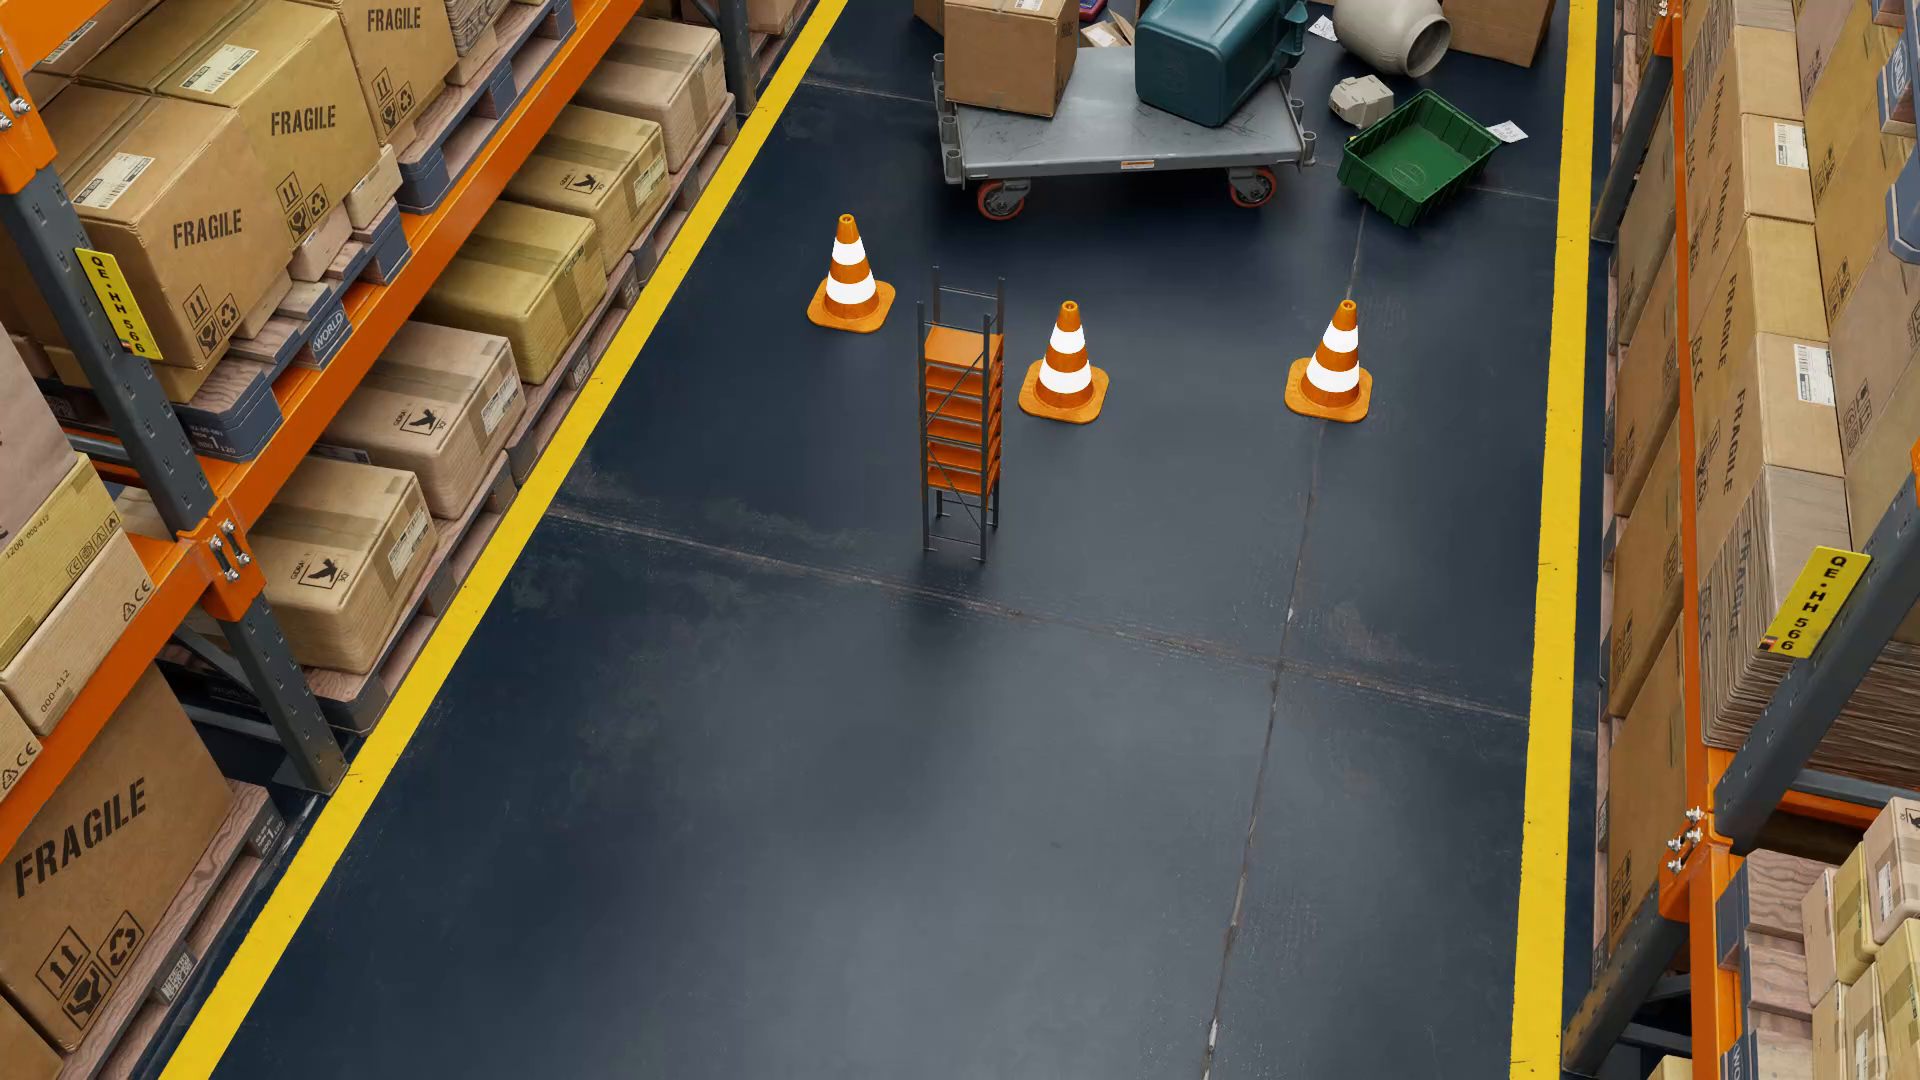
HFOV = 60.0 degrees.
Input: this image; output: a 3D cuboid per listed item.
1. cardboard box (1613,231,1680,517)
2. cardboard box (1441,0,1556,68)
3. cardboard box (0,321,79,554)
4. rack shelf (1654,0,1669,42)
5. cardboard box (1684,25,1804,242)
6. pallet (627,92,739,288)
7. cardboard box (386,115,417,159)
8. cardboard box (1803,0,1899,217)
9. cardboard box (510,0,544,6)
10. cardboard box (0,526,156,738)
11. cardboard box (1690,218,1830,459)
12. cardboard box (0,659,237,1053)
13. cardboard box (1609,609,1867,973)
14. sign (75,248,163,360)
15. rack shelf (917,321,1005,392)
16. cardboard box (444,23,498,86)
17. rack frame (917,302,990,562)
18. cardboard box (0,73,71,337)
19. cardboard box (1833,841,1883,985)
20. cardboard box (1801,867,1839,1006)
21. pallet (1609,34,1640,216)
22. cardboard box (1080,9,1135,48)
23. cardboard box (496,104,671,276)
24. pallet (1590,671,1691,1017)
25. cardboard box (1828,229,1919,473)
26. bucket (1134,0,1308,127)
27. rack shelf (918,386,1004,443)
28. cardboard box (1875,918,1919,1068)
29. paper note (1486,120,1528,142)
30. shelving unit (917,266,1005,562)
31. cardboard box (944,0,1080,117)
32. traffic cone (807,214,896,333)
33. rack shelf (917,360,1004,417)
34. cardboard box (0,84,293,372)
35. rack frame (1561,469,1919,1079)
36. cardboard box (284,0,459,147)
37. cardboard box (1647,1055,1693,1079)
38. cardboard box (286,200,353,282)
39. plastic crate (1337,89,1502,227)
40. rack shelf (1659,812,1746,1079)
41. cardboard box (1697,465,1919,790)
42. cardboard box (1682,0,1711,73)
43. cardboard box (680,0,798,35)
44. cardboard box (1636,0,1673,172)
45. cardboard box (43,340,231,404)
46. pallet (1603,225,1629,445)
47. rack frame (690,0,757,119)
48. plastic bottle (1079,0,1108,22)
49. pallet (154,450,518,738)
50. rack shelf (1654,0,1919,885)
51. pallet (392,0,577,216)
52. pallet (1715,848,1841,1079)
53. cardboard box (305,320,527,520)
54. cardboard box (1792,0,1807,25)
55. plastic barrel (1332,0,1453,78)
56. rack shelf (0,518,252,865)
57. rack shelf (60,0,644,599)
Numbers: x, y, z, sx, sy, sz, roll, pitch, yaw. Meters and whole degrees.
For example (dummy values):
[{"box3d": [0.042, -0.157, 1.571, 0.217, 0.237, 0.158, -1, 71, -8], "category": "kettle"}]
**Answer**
[{"box3d": [2.978, -0.504, 5.914, 1.050, 0.750, 0.750, 12, 50, 10], "category": "cardboard box"}, {"box3d": [2.731, -2.772, 8.362, 0.500, 0.500, 0.500, 19, 51, 16], "category": "cardboard box"}, {"box3d": [-2.426, -0.222, 3.712, 0.500, 0.500, 0.500, 10, 49, 9], "category": "cardboard box"}, {"box3d": [3.839, -3.482, 7.802, 1.077, 0.370, 4.000, 12, 50, 10], "category": "rack shelf"}, {"box3d": [2.648, -1.252, 5.288, 0.500, 0.500, 0.500, 11, 50, 10], "category": "cardboard box"}, {"box3d": [-1.693, -1.691, 7.601, 1.003, 0.211, 1.213, 12, 50, 10], "category": "pallet"}, {"box3d": [-1.974, -1.309, 5.292, 0.380, 0.149, 0.250, 14, 50, 12], "category": "cardboard box"}, {"box3d": [2.787, -1.174, 4.552, 0.700, 0.500, 0.500, 11, 50, 10], "category": "cardboard box"}, {"box3d": [-1.641, -2.071, 5.965, 0.380, 0.149, 0.250, 12, 50, 10], "category": "cardboard box"}, {"box3d": [-2.425, 0.183, 4.188, 0.500, 0.250, 0.500, 10, 49, 9], "category": "cardboard box"}, {"box3d": [2.384, -0.514, 4.636, 0.500, 0.500, 0.500, 11, 49, 9], "category": "cardboard box"}, {"box3d": [-2.804, 0.764, 4.712, 0.875, 0.875, 0.875, 11, 50, 10], "category": "cardboard box"}, {"box3d": [2.507, 0.803, 4.761, 1.050, 0.750, 0.750, 11, 49, 10], "category": "cardboard box"}, {"box3d": [-2.006, -0.560, 3.971, 0.100, 0.325, 0.005, 12, 50, 10], "category": "sign"}, {"box3d": [0.004, -0.616, 5.573, 0.258, 0.103, 0.180, 12, 50, 10], "category": "rack shelf"}, {"box3d": [-1.805, -1.697, 5.635, 0.380, 0.149, 0.250, 13, 50, 11], "category": "cardboard box"}, {"box3d": [-0.020, -0.341, 5.751, 0.240, 1.200, 0.006, 12, 50, 10], "category": "rack frame"}, {"box3d": [-2.691, -0.938, 4.532, 0.500, 0.500, 0.500, 10, 49, 9], "category": "cardboard box"}, {"box3d": [1.939, 0.776, 3.254, 0.380, 0.149, 0.250, 14, 50, 12], "category": "cardboard box"}, {"box3d": [1.947, 0.848, 3.388, 0.380, 0.149, 0.250, 11, 49, 10], "category": "cardboard box"}, {"box3d": [3.588, -1.885, 7.773, 1.003, 0.211, 1.213, 12, 50, 10], "category": "pallet"}, {"box3d": [0.796, -2.438, 8.225, 0.258, 0.266, 0.396, -19, 51, -16], "category": "cardboard box"}, {"box3d": [-1.811, -1.546, 7.086, 0.950, 0.372, 0.625, 14, 50, 12], "category": "cardboard box"}, {"box3d": [2.540, 0.987, 5.238, 1.003, 0.211, 1.213, 12, 50, 10], "category": "pallet"}, {"box3d": [2.519, -0.433, 3.898, 0.700, 0.500, 0.500, 11, 49, 9], "category": "cardboard box"}, {"box3d": [1.124, -2.246, 7.401, 0.726, 0.611, 0.620, 28, 64, 22], "category": "bucket"}, {"box3d": [0.004, -0.458, 5.753, 0.258, 0.103, 0.180, 12, 50, 10], "category": "rack shelf"}, {"box3d": [1.883, 0.858, 2.982, 0.380, 0.149, 0.250, 10, 49, 9], "category": "cardboard box"}, {"box3d": [2.616, -1.956, 7.955, 0.147, 0.020, 0.142, -19, 51, -16], "category": "paper note"}, {"box3d": [0.004, -0.407, 5.809, 0.258, 1.200, 0.189, 12, 50, 10], "category": "shelving unit"}, {"box3d": [0.236, -2.271, 7.416, 0.500, 0.500, 0.500, 12, 50, 10], "category": "cardboard box"}, {"box3d": [-0.465, -1.164, 6.969, 0.336, 0.463, 0.334, 12, 50, 10], "category": "traffic cone"}, {"box3d": [0.004, -0.537, 5.663, 0.258, 0.103, 0.180, 12, 50, 10], "category": "rack shelf"}, {"box3d": [-2.201, -0.834, 4.440, 0.500, 0.500, 0.500, 10, 49, 9], "category": "cardboard box"}, {"box3d": [2.260, 0.620, 3.702, 1.000, 3.000, 0.127, 12, 50, 10], "category": "rack frame"}, {"box3d": [-1.937, -1.598, 5.114, 0.500, 0.500, 0.500, 12, 50, 11], "category": "cardboard box"}, {"box3d": [1.845, 1.511, 3.803, 0.500, 0.250, 0.500, 10, 49, 8], "category": "cardboard box"}, {"box3d": [-2.054, -0.925, 4.953, 0.380, 0.149, 0.250, 9, 49, 8], "category": "cardboard box"}, {"box3d": [2.094, -1.746, 7.627, 0.662, 0.188, 0.450, -37, 68, -28], "category": "plastic crate"}, {"box3d": [1.733, 2.305, 2.695, 1.077, 0.370, 4.000, 12, 50, 10], "category": "rack shelf"}, {"box3d": [2.119, 0.208, 3.999, 0.500, 0.500, 0.500, 12, 50, 10], "category": "cardboard box"}, {"box3d": [2.915, -1.979, 5.929, 0.500, 0.500, 0.500, 12, 50, 10], "category": "cardboard box"}, {"box3d": [-1.074, -2.779, 8.256, 0.500, 0.250, 0.500, 10, 49, 8], "category": "cardboard box"}, {"box3d": [3.546, -2.150, 7.284, 0.875, 0.875, 0.875, 12, 50, 11], "category": "cardboard box"}, {"box3d": [-2.277, -0.538, 4.611, 0.380, 0.149, 0.250, 9, 49, 8], "category": "cardboard box"}, {"box3d": [3.182, -0.777, 6.795, 1.003, 0.211, 1.213, 12, 50, 10], "category": "pallet"}, {"box3d": [-1.489, -3.177, 7.053, 1.000, 3.000, 0.127, 12, 50, 10], "category": "rack frame"}, {"box3d": [0.659, -2.768, 8.652, 0.133, 0.061, 0.283, 19, 51, 16], "category": "plastic bottle"}, {"box3d": [-2.335, 0.074, 6.044, 1.003, 0.211, 1.213, 12, 50, 10], "category": "pallet"}, {"box3d": [2.786, -0.588, 5.249, 1.077, 0.370, 4.000, 12, 50, 10], "category": "rack shelf"}, {"box3d": [-2.061, -1.660, 5.842, 1.003, 0.211, 1.213, 12, 50, 10], "category": "pallet"}, {"box3d": [2.175, 1.220, 3.300, 1.213, 0.211, 1.003, 12, 50, 10], "category": "pallet"}, {"box3d": [-2.197, -0.495, 6.159, 0.950, 0.372, 0.625, 11, 49, 9], "category": "cardboard box"}, {"box3d": [3.054, -1.904, 5.197, 0.700, 0.500, 0.500, 11, 49, 9], "category": "cardboard box"}, {"box3d": [2.131, -2.544, 8.213, 0.421, 0.421, 0.512, -27, 54, -22], "category": "plastic barrel"}, {"box3d": [-3.069, 1.401, 3.493, 1.077, 0.370, 4.000, 12, 50, 10], "category": "rack shelf"}, {"box3d": [-2.016, -1.492, 6.046, 1.077, 0.370, 4.000, 12, 50, 10], "category": "rack shelf"}]
